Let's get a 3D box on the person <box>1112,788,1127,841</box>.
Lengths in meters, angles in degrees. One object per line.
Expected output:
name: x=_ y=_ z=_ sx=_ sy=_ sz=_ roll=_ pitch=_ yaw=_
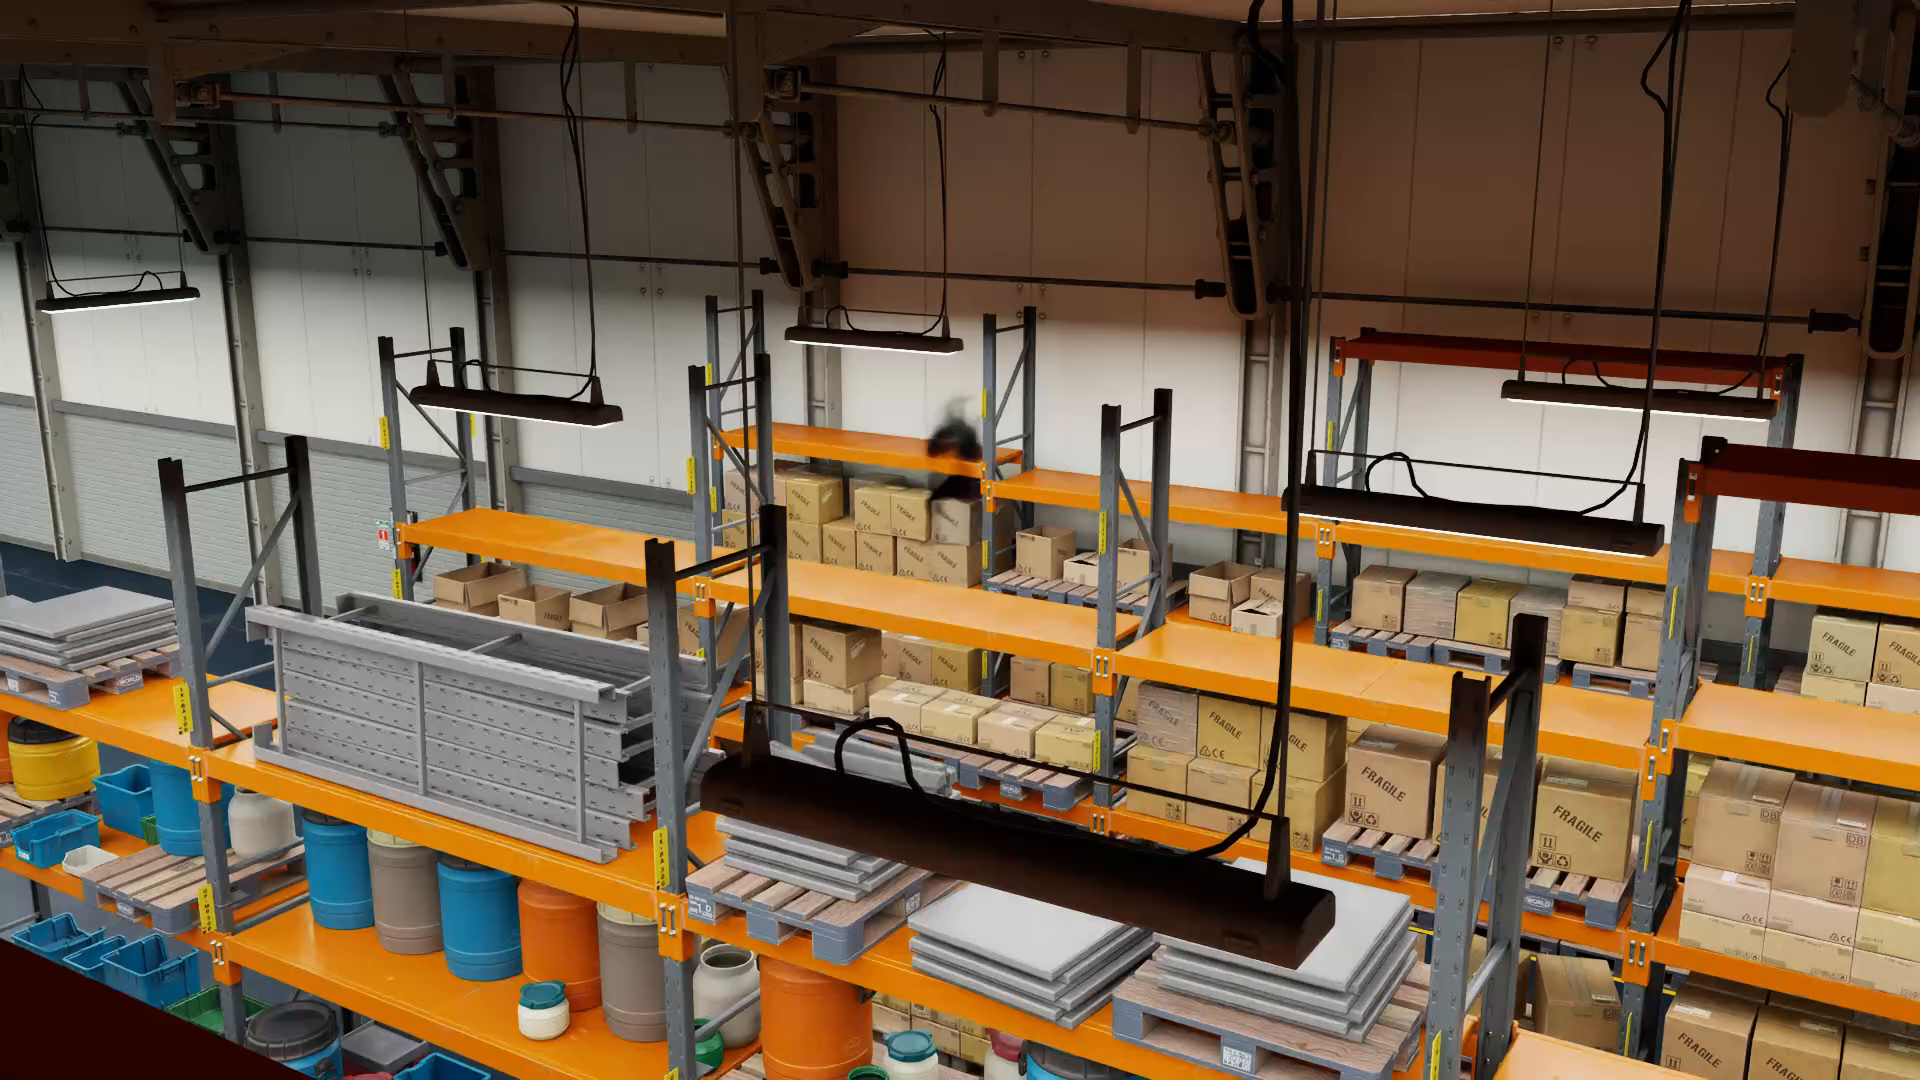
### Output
person: x=-0.004 y=2.626 z=9.793 sx=3.778 sy=5.650 sz=13.828 roll=5 pitch=15 yaw=20
